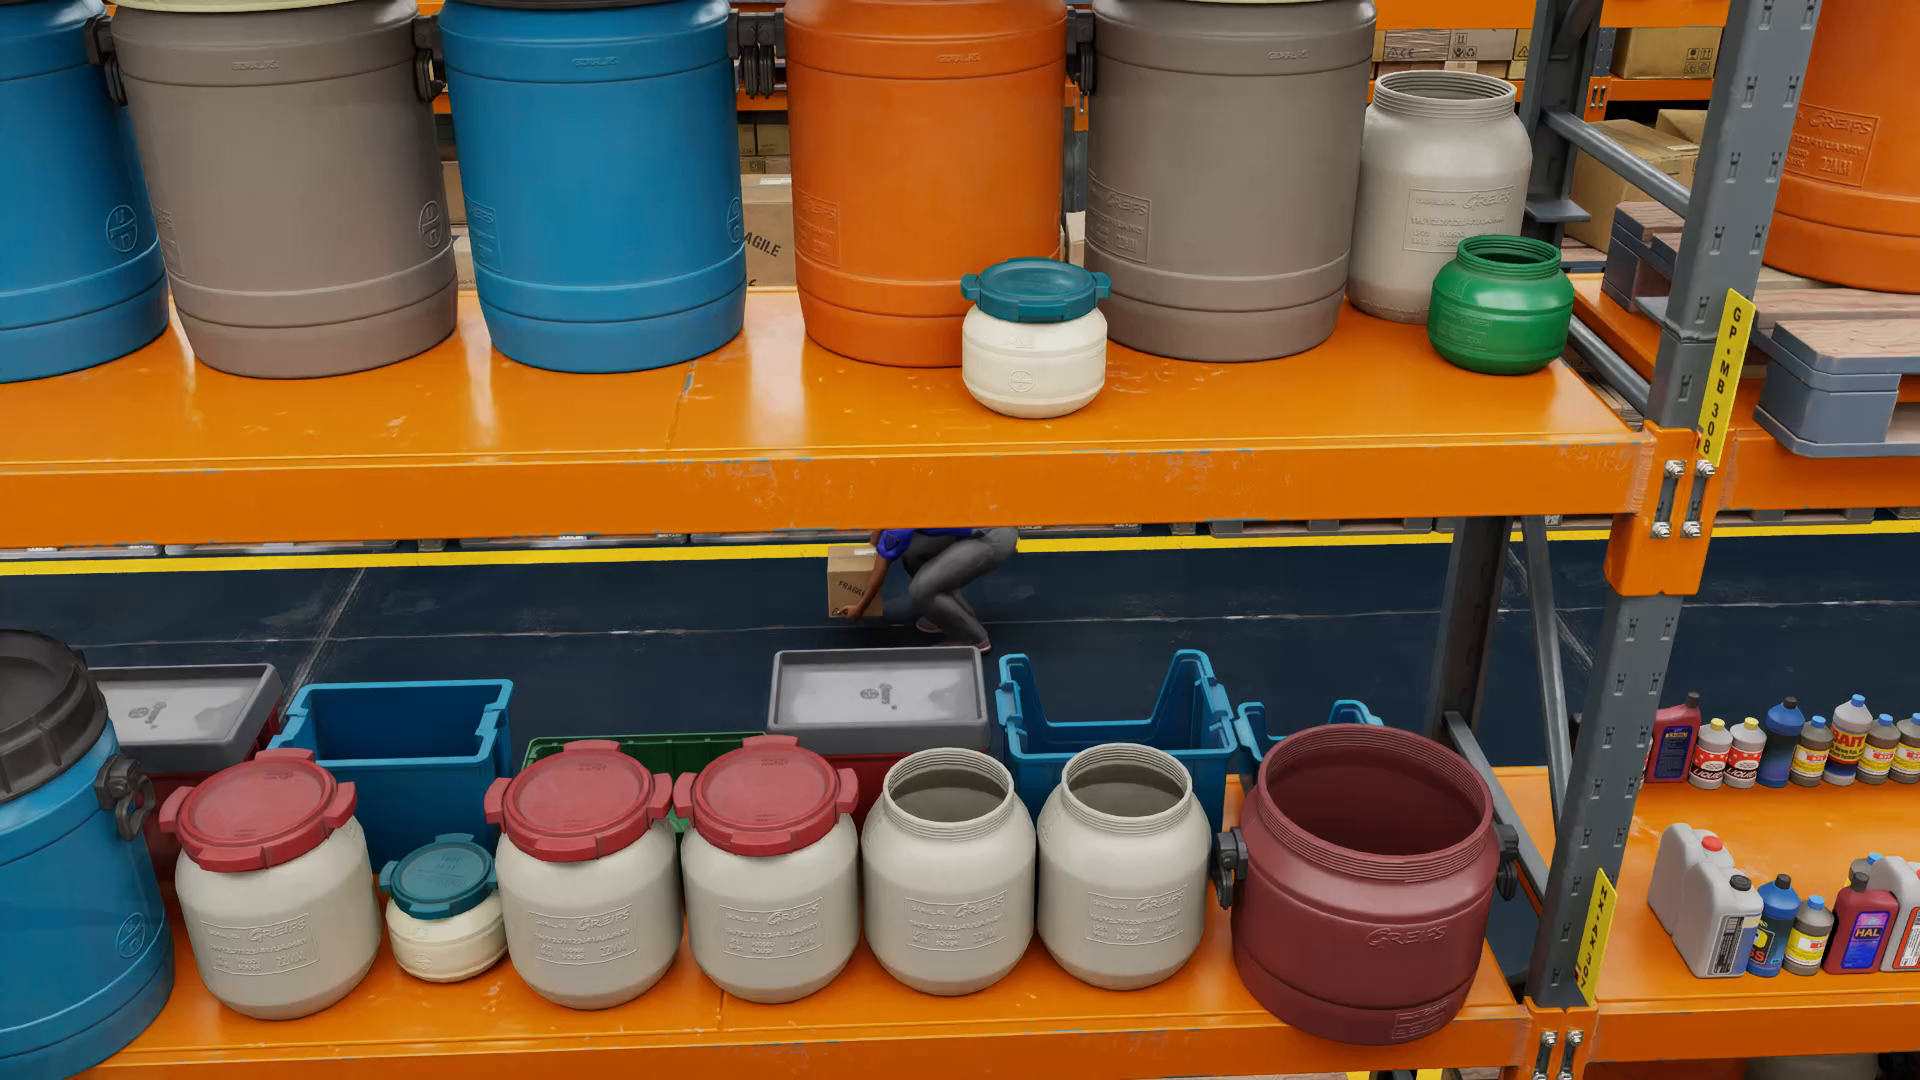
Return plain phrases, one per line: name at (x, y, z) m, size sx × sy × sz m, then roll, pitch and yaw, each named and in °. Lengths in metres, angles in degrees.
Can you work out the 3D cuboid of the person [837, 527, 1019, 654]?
person at (-0.156, 0.075, 7.763) m, size 0.854 × 0.940 × 0.463 m, roll -2°, pitch 28°, yaw -4°
